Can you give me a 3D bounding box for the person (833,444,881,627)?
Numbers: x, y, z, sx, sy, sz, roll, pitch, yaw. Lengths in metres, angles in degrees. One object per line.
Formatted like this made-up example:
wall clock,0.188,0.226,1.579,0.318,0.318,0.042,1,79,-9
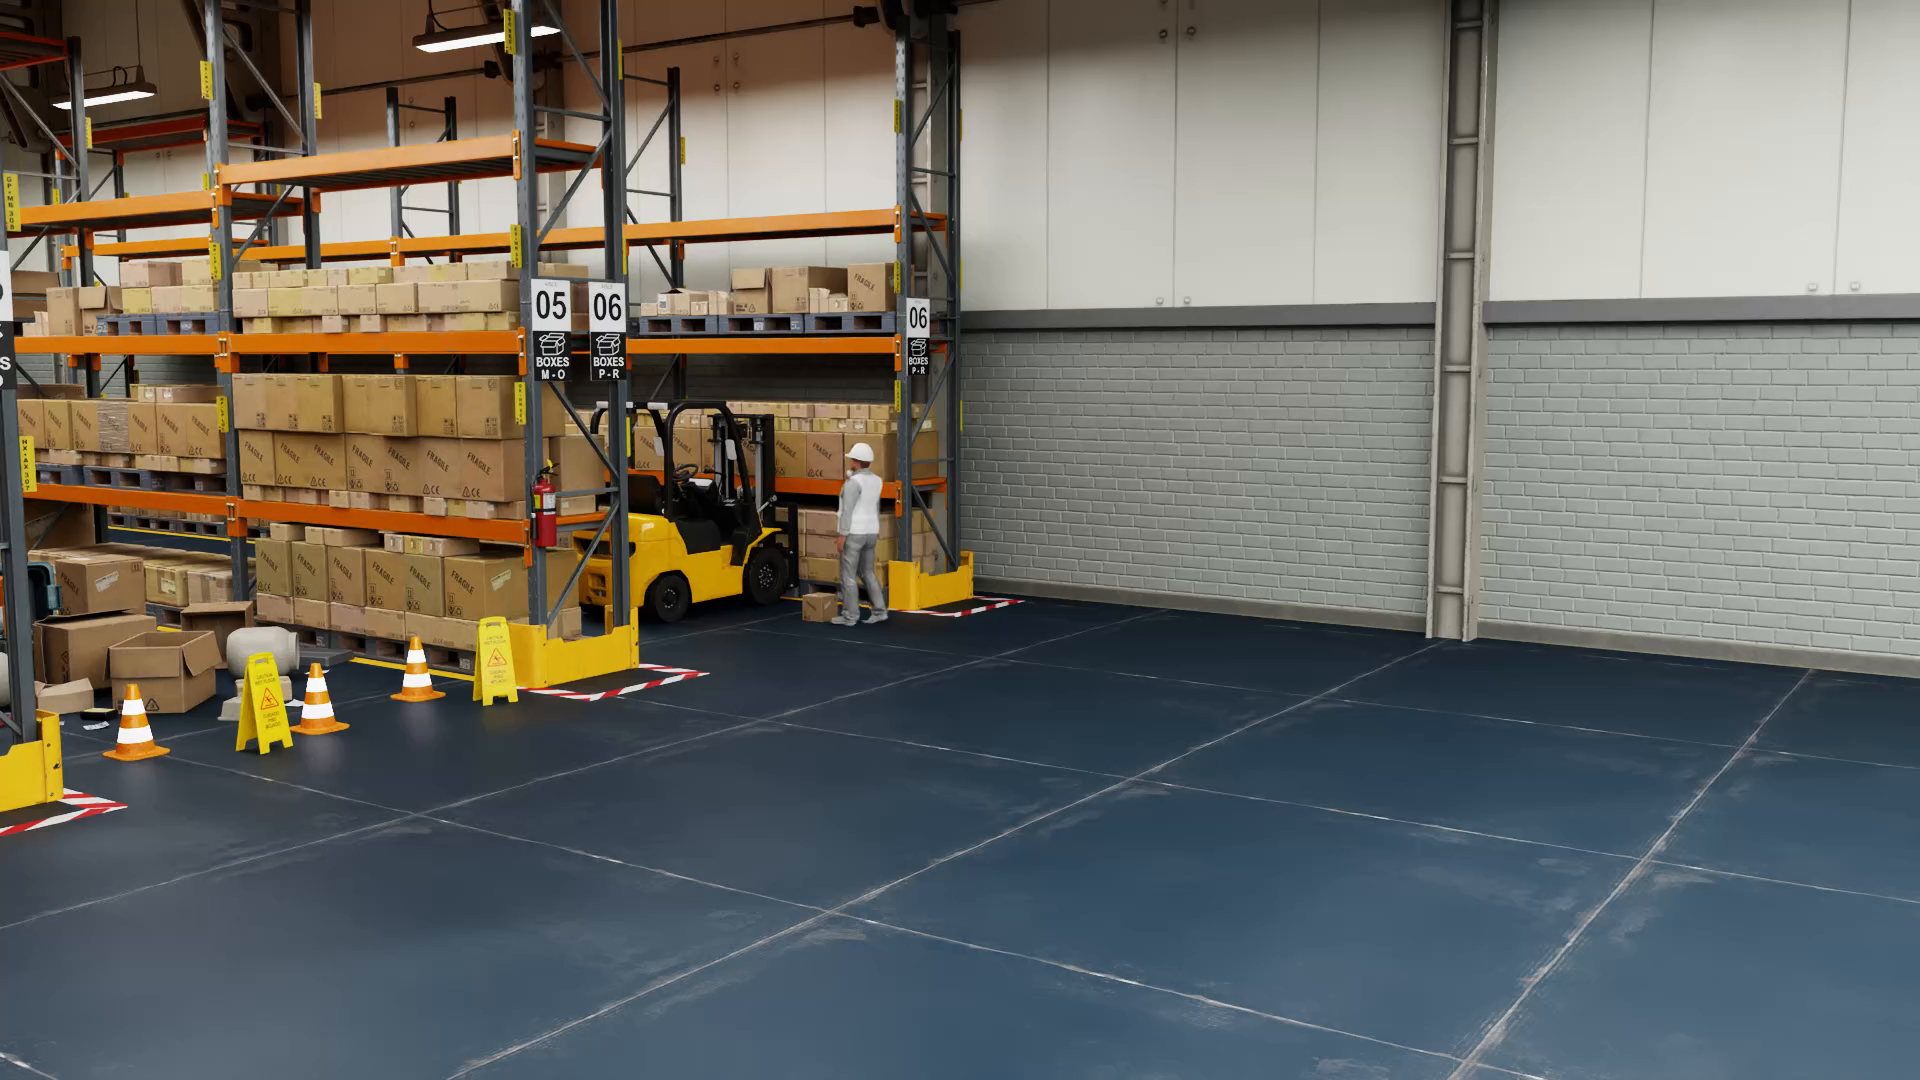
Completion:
person,-1.006,-0.047,16.154,0.360,1.774,0.533,4,8,35
